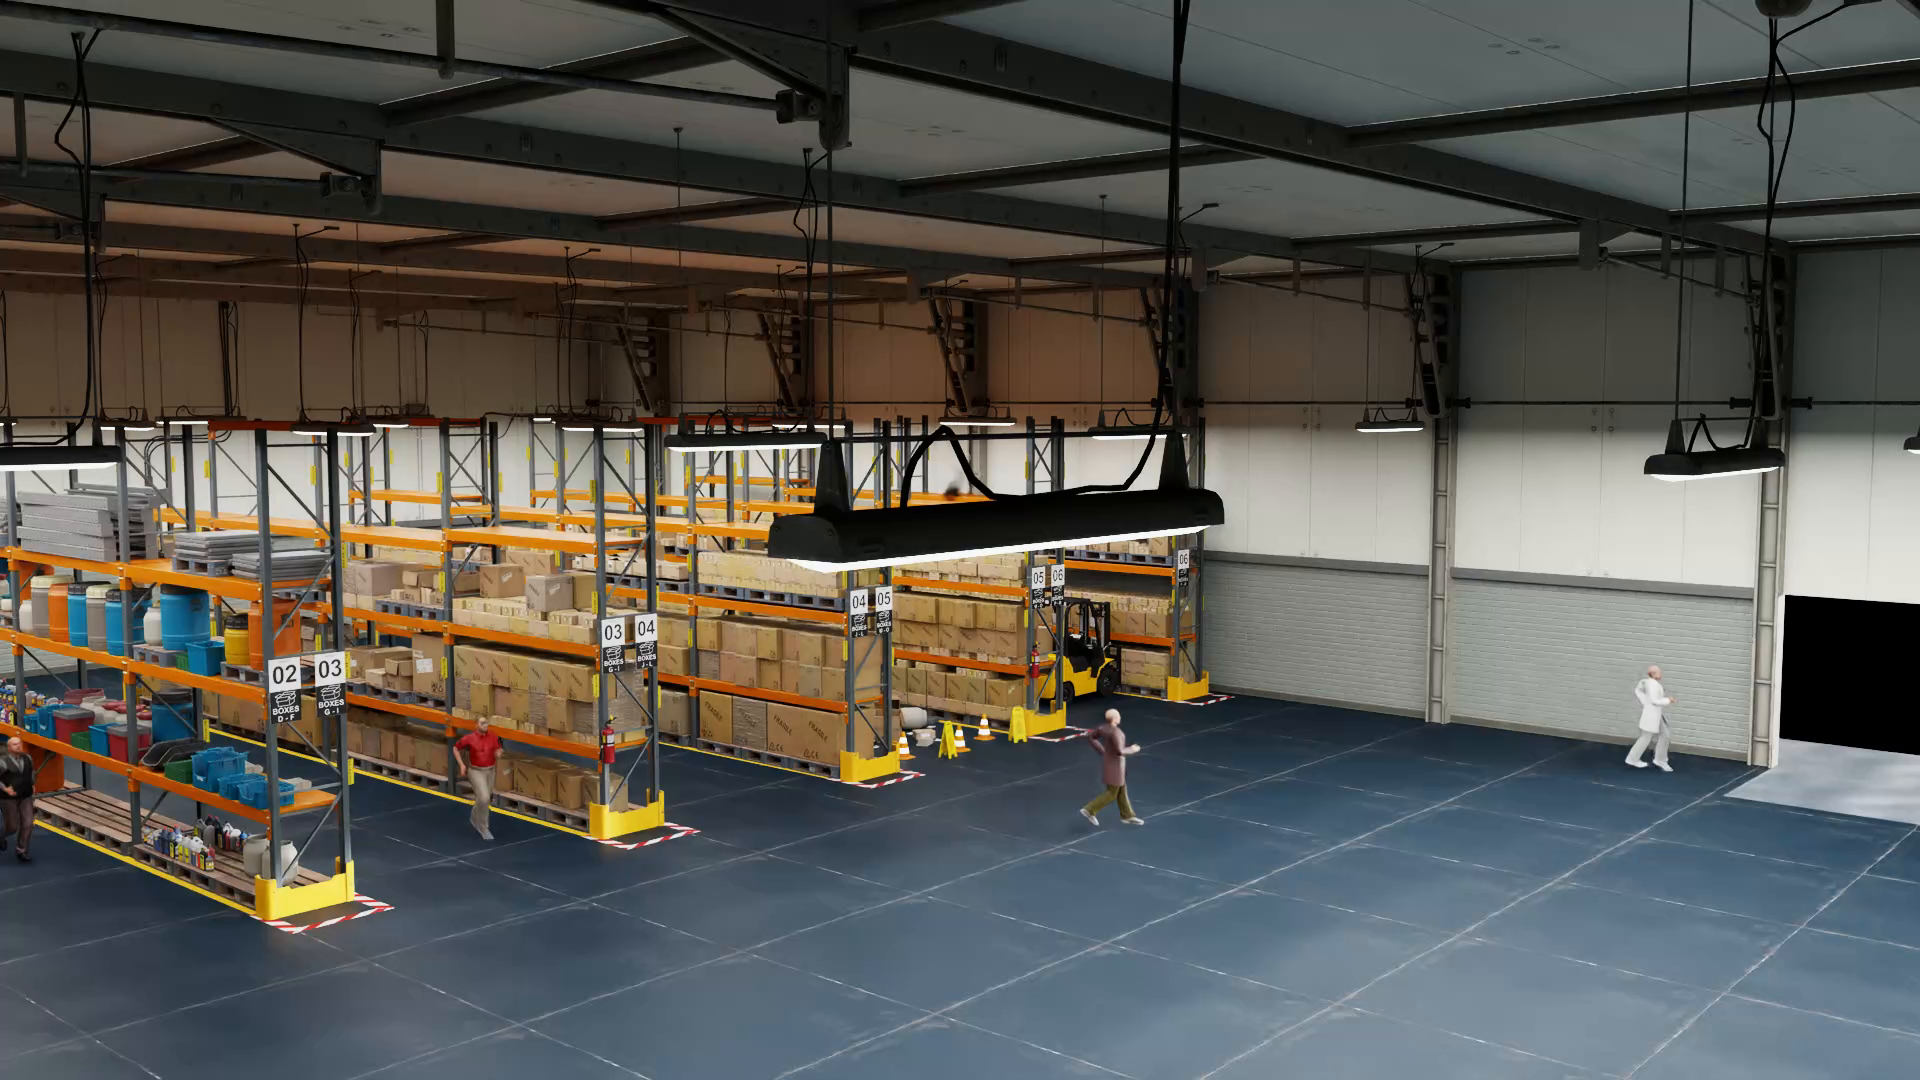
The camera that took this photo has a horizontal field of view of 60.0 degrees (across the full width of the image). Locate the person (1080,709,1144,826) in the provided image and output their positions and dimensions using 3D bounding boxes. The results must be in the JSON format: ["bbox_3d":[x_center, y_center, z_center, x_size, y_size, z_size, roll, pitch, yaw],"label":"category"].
[{"bbox_3d":[2.257,3.385,24.593,1.049,1.769,0.710,-1,5,-15],"label":"person"}]

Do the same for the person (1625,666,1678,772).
[{"bbox_3d":[11.872,3.069,28.542,0.811,1.837,0.699,2,5,22],"label":"person"}]

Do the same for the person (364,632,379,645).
[{"bbox_3d":[-14.151,2.173,40.028,0.627,1.688,0.635,4,6,42],"label":"person"}]

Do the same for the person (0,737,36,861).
[{"bbox_3d":[-13.085,3.570,23.028,0.752,1.695,0.657,3,6,33],"label":"person"}]

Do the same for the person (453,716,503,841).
[{"bbox_3d":[-6.977,3.454,24.273,0.774,1.790,0.637,4,6,37],"label":"person"}]
